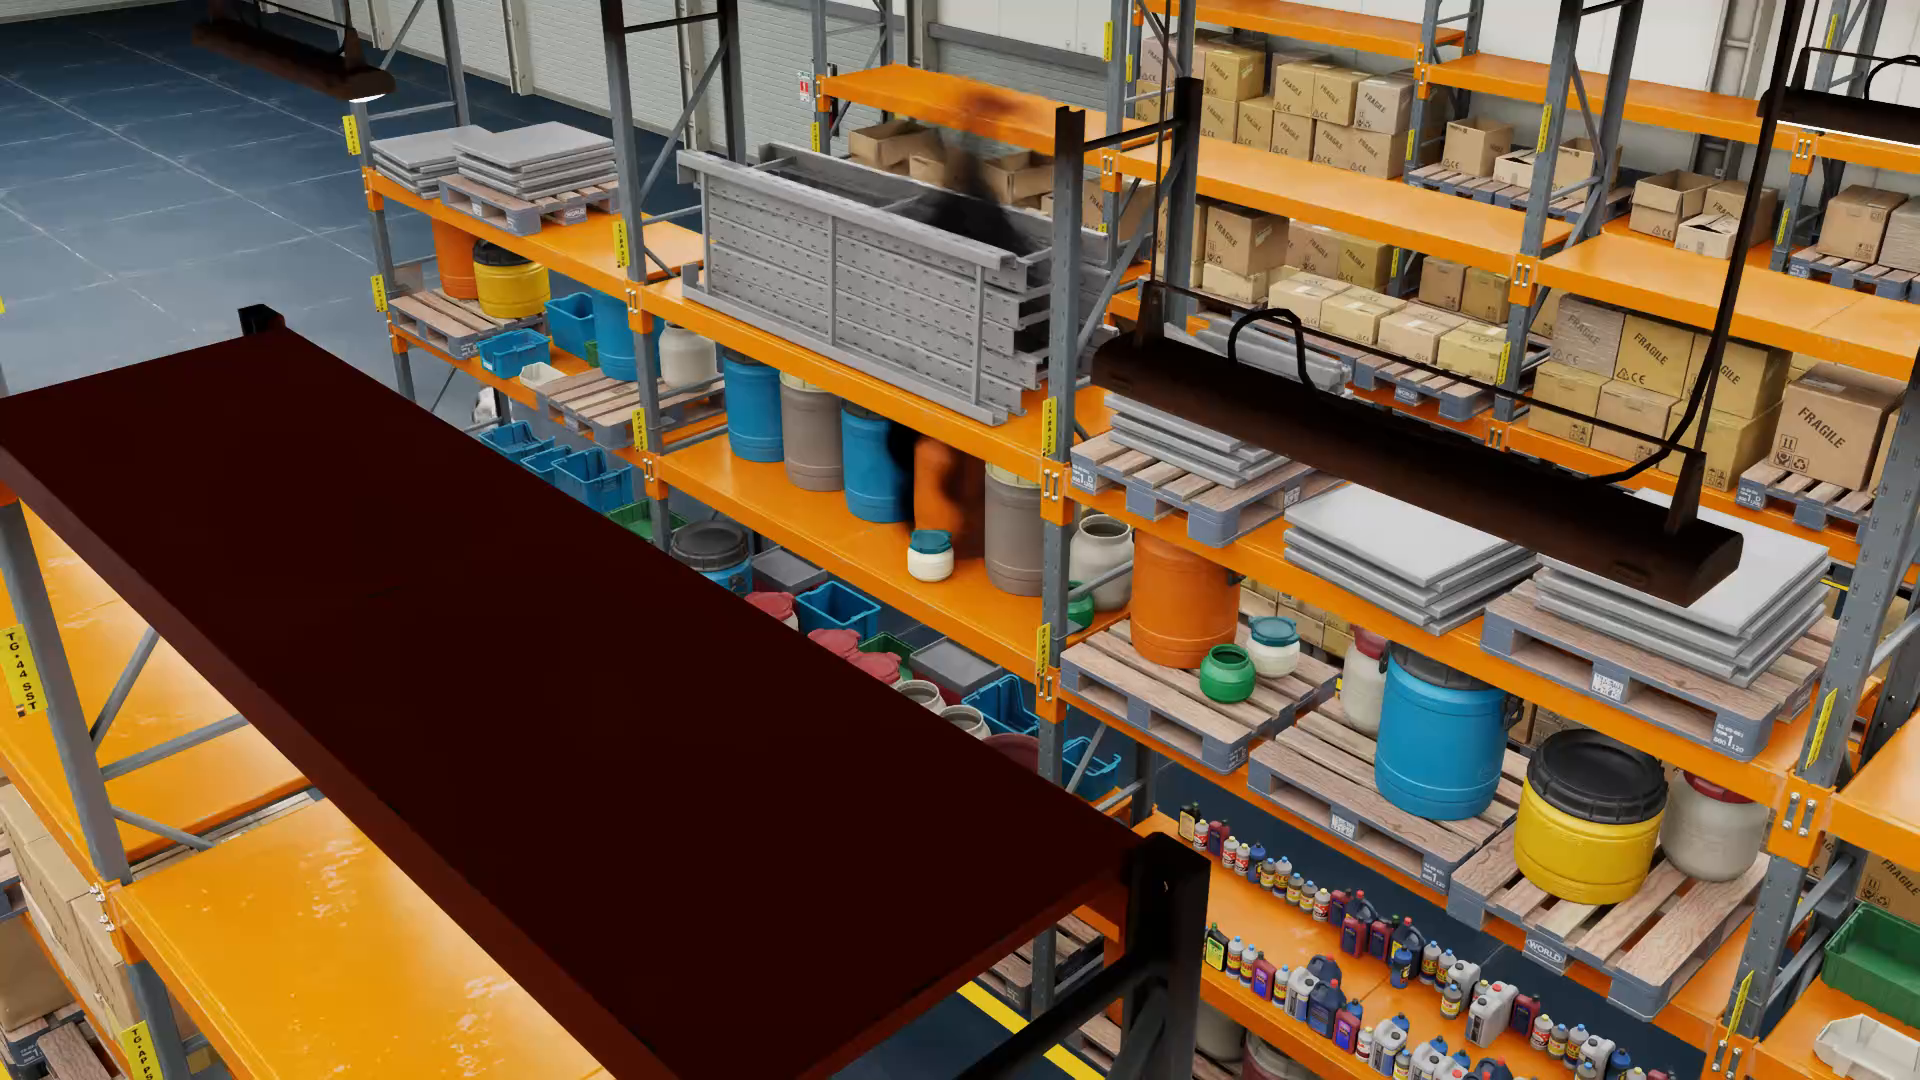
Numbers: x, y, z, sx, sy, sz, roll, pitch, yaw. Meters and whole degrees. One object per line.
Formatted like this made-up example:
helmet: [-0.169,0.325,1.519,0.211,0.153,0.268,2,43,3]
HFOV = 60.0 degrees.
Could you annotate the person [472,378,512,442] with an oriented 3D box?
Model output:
person: [-4.697,-1.026,17.060,0.762,1.696,0.627,3,28,6]
